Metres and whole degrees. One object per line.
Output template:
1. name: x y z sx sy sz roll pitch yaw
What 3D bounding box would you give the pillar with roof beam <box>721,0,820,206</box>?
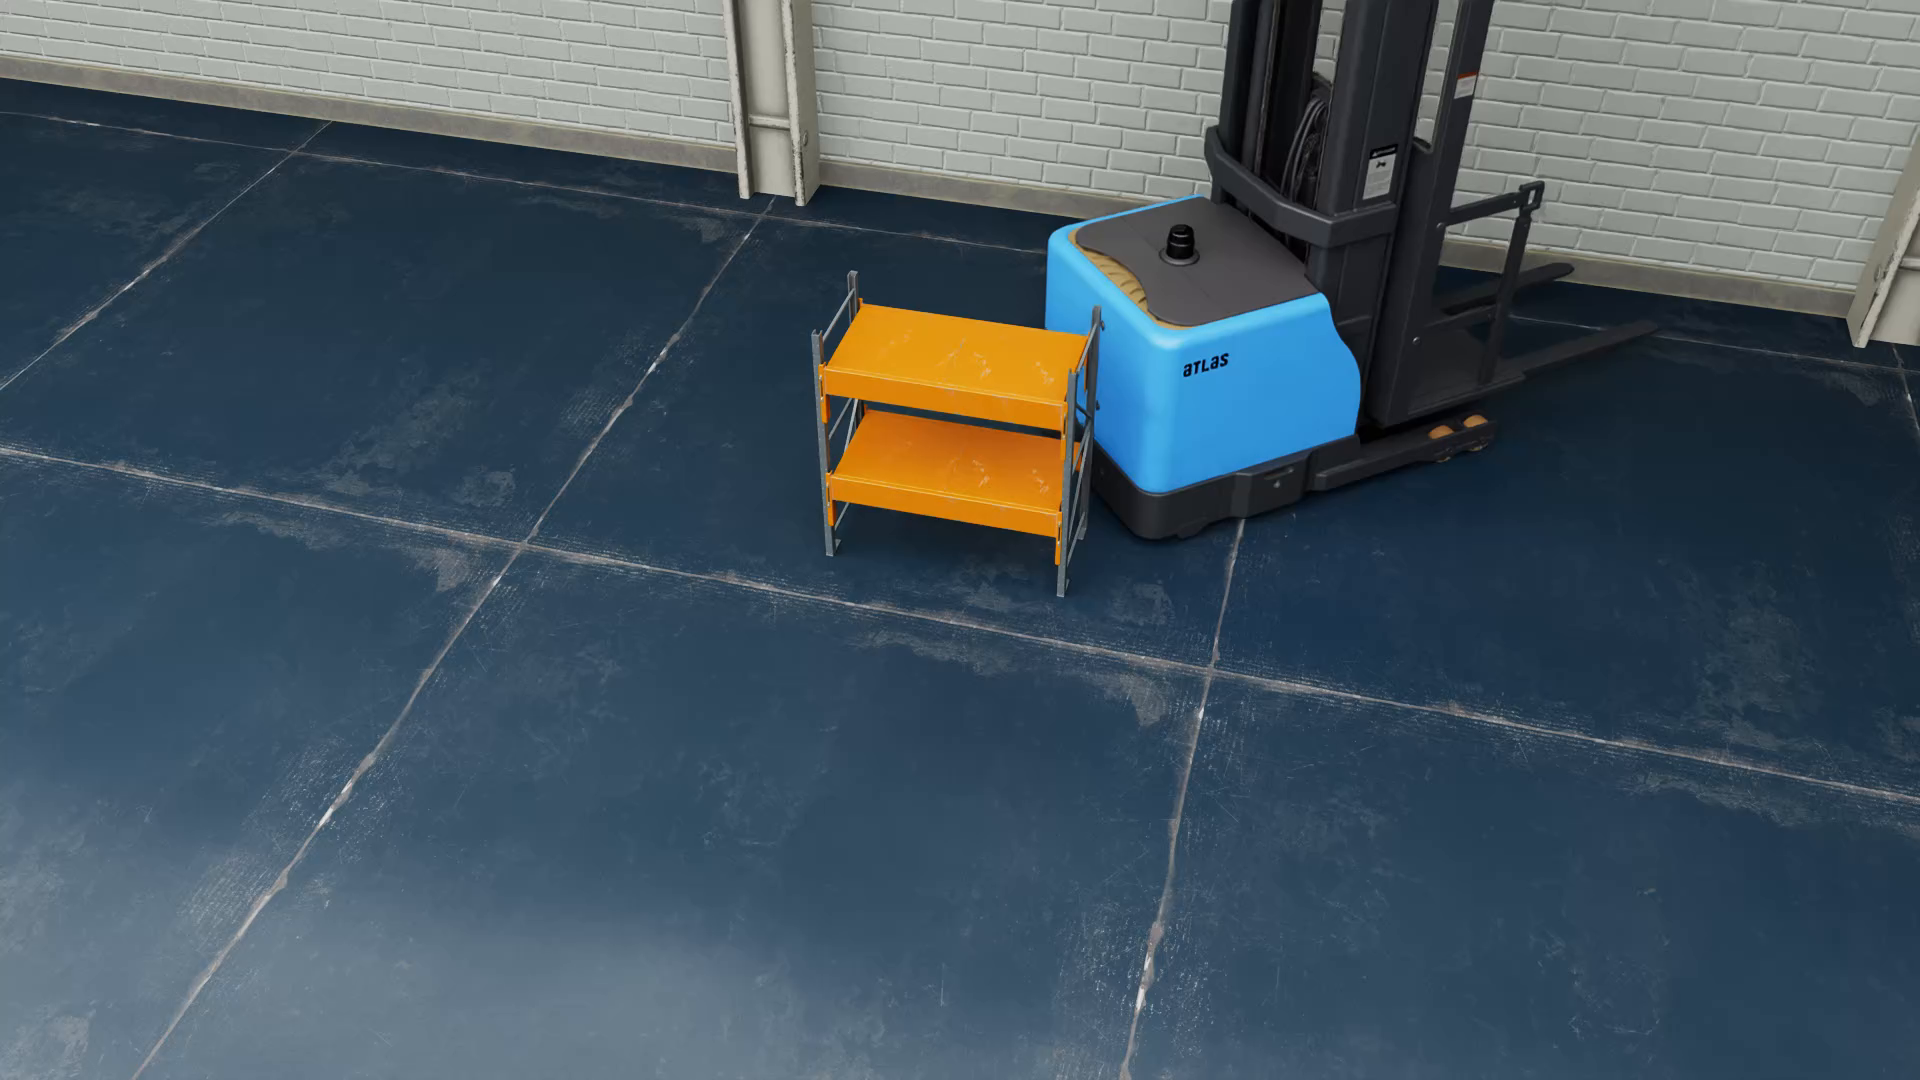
1. pillar with roof beam: -2.154 -2.812 3.601 0.400 9.000 9.100 10 41 11

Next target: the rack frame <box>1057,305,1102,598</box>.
1. rack frame: 0.485 -0.347 6.789 0.032 1.125 0.500 10 41 11

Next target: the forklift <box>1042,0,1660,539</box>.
1. forklift: 1.924 -1.772 7.081 3.031 2.935 1.130 -17 43 -19

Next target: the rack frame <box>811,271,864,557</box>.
1. rack frame: -0.498 -0.516 6.990 0.032 1.125 0.500 10 41 11

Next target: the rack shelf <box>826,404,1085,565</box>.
1. rack shelf: -0.007 -0.245 7.047 1.000 0.278 0.538 10 41 11

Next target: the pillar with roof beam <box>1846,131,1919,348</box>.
1. pillar with roof beam: 3.642 -1.814 2.413 0.400 9.000 9.100 10 41 11

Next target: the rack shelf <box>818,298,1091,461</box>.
1. rack shelf: -0.007 -0.656 6.701 1.000 0.278 0.538 10 41 11

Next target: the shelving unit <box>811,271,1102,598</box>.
1. shelving unit: -0.007 -0.432 6.890 1.048 1.125 0.538 10 41 11
